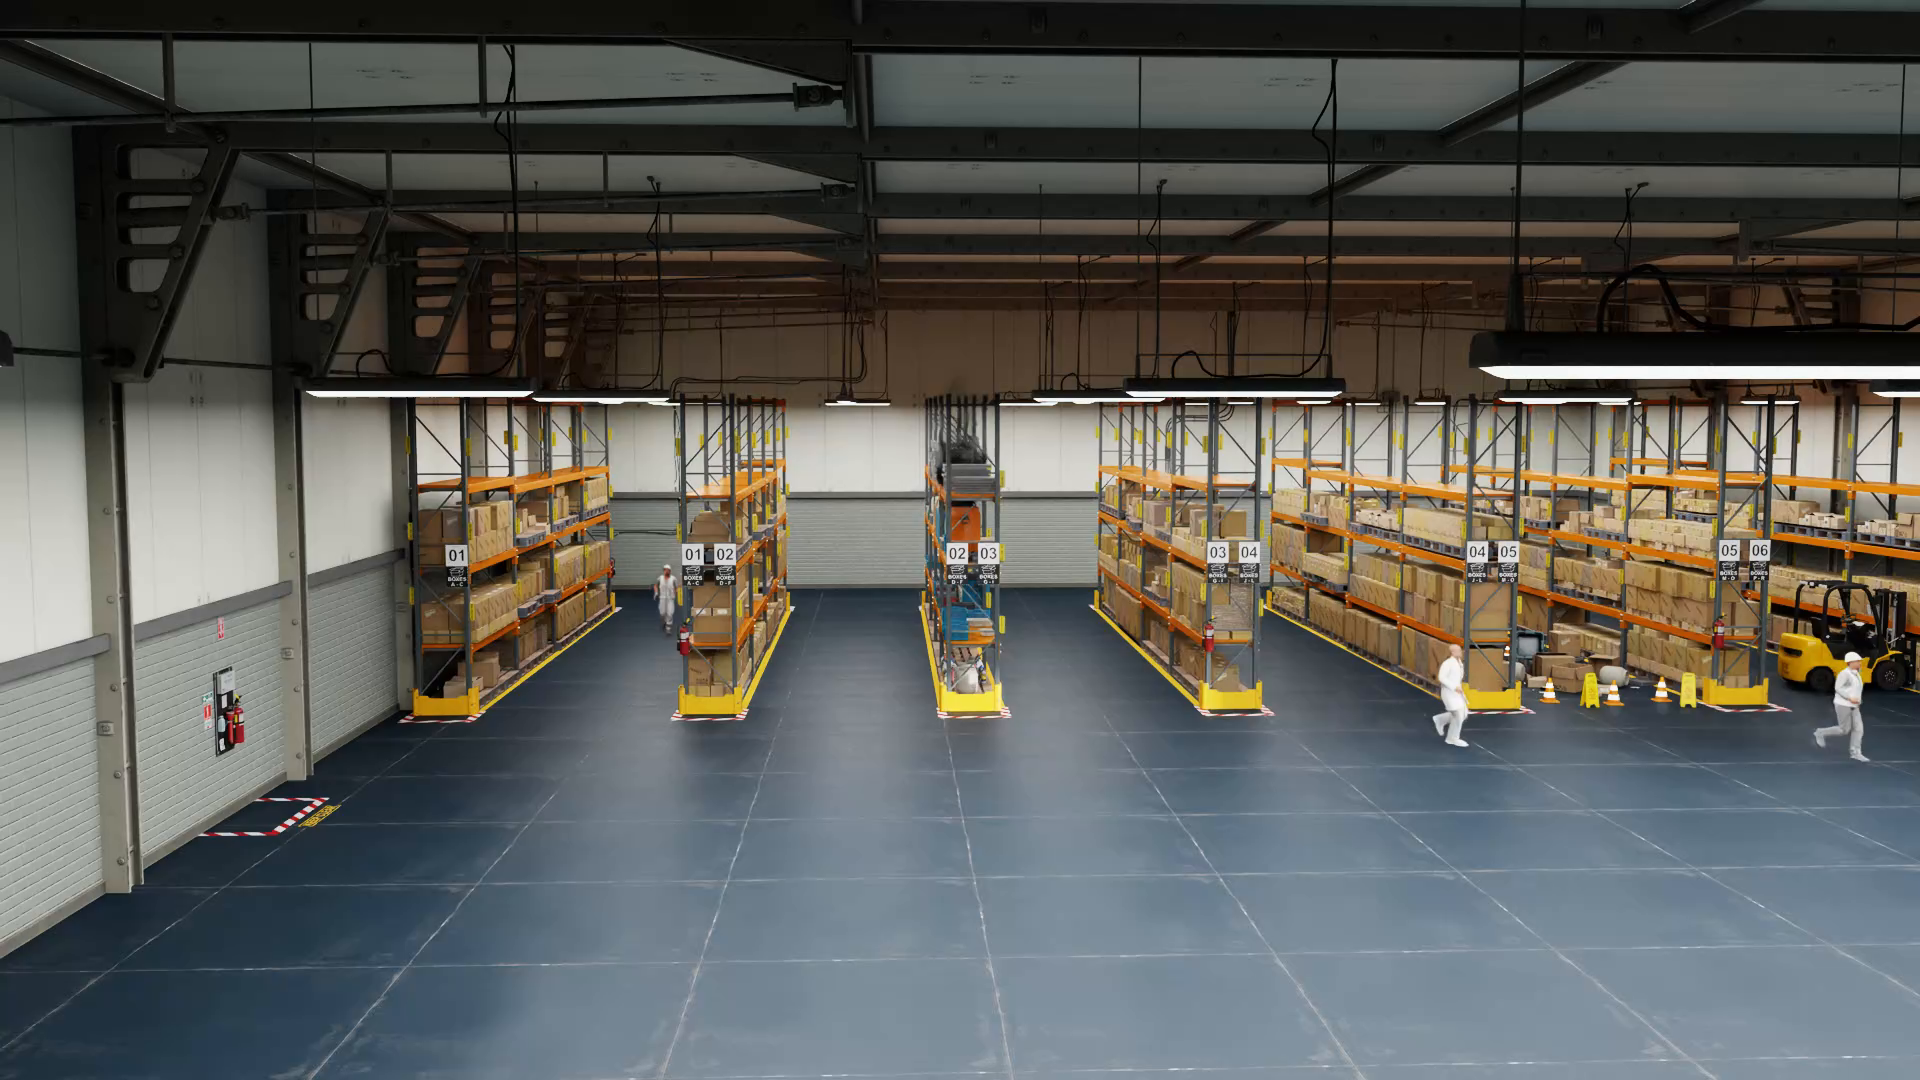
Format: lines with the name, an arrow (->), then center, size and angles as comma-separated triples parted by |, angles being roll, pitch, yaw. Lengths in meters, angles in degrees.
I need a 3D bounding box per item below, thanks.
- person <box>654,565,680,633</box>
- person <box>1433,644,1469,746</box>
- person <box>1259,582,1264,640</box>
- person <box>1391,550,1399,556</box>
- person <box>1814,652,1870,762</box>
person -> -7.448, 1.510, 42.222 | 0.659, 1.742, 0.599 | 0, 5, -6
person -> 8.357, 2.670, 28.299 | 0.567, 1.656, 0.729 | 4, 6, 39
person -> 7.293, 1.591, 41.338 | 0.575, 1.685, 0.938 | -1, 5, -8
person -> 13.167, 0.919, 50.553 | 0.594, 1.617, 0.563 | -2, 5, -21
person -> 14.511, 2.706, 27.267 | 0.684, 1.765, 0.888 | -4, 6, -41
